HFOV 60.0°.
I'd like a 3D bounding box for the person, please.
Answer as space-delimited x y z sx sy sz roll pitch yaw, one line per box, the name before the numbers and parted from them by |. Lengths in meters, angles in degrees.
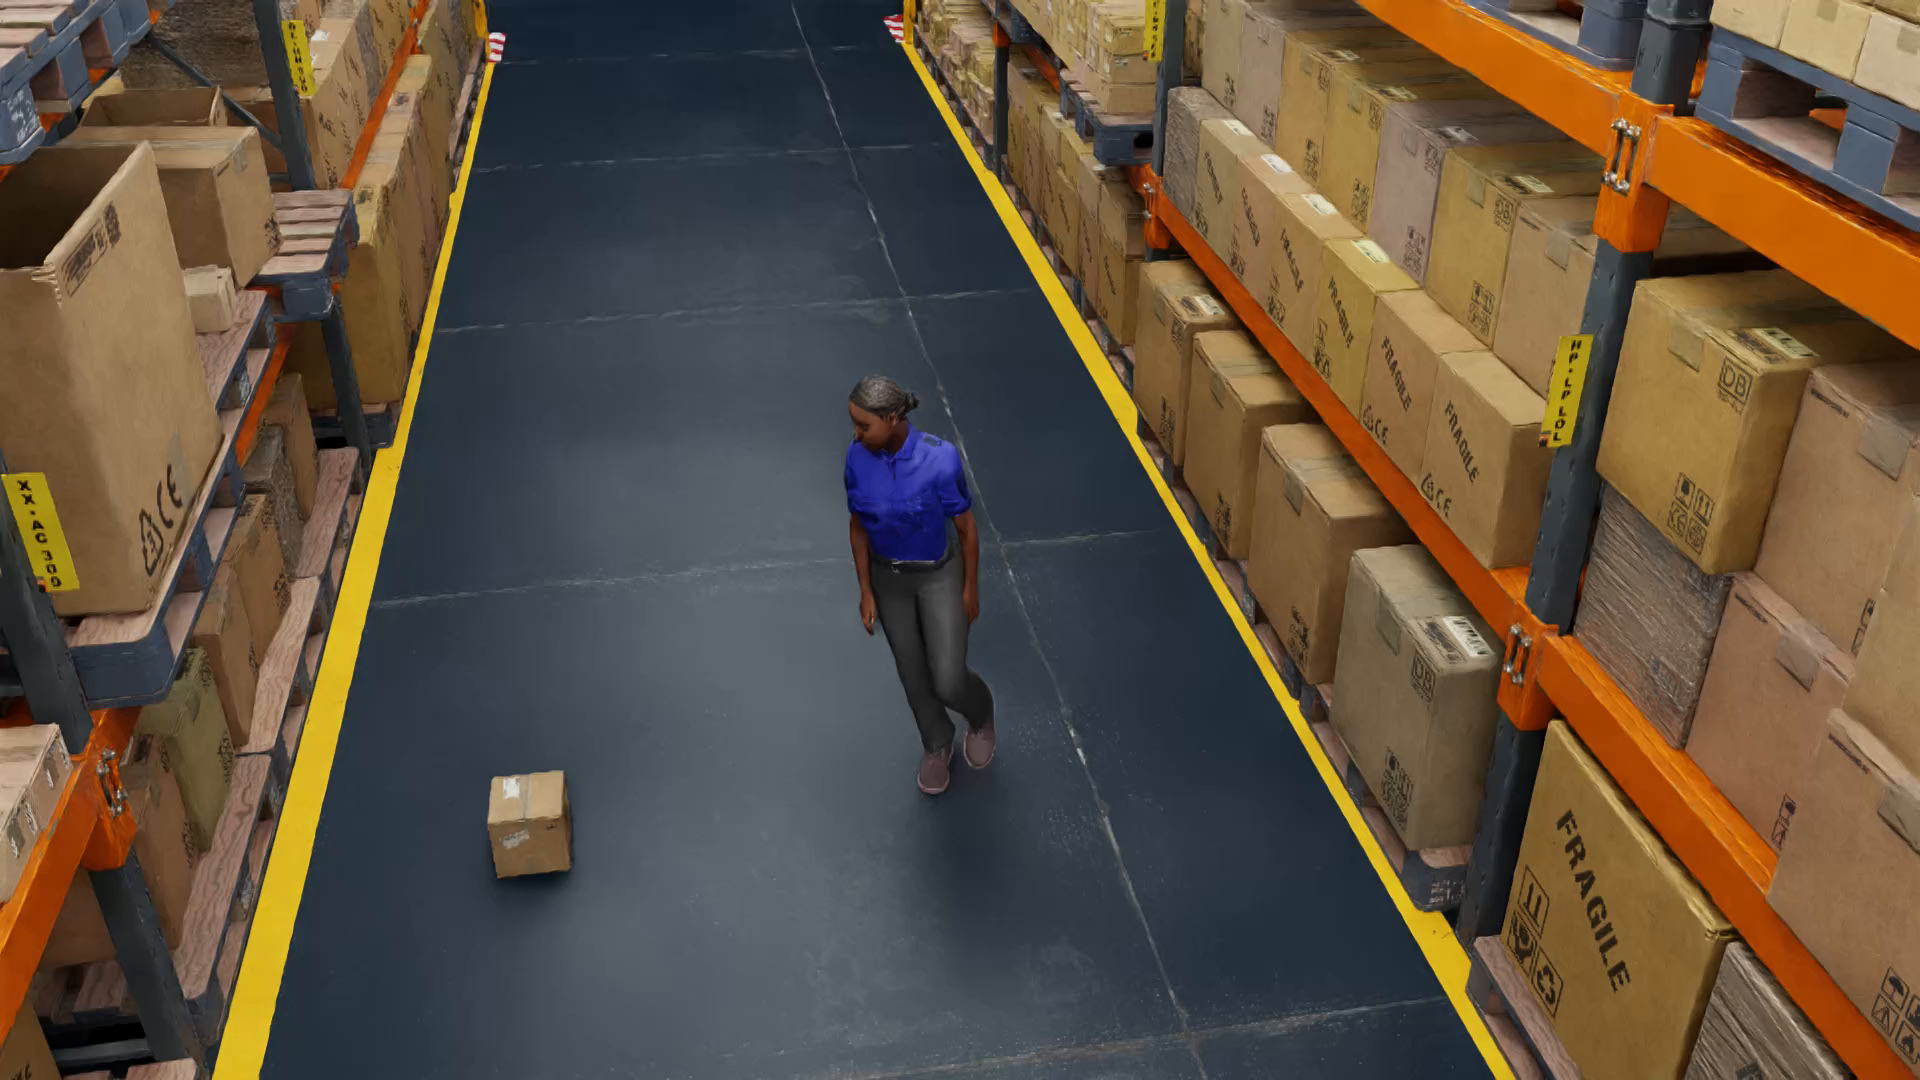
person | -0.150 0.160 5.880 0.530 1.634 0.438 10 32 17
